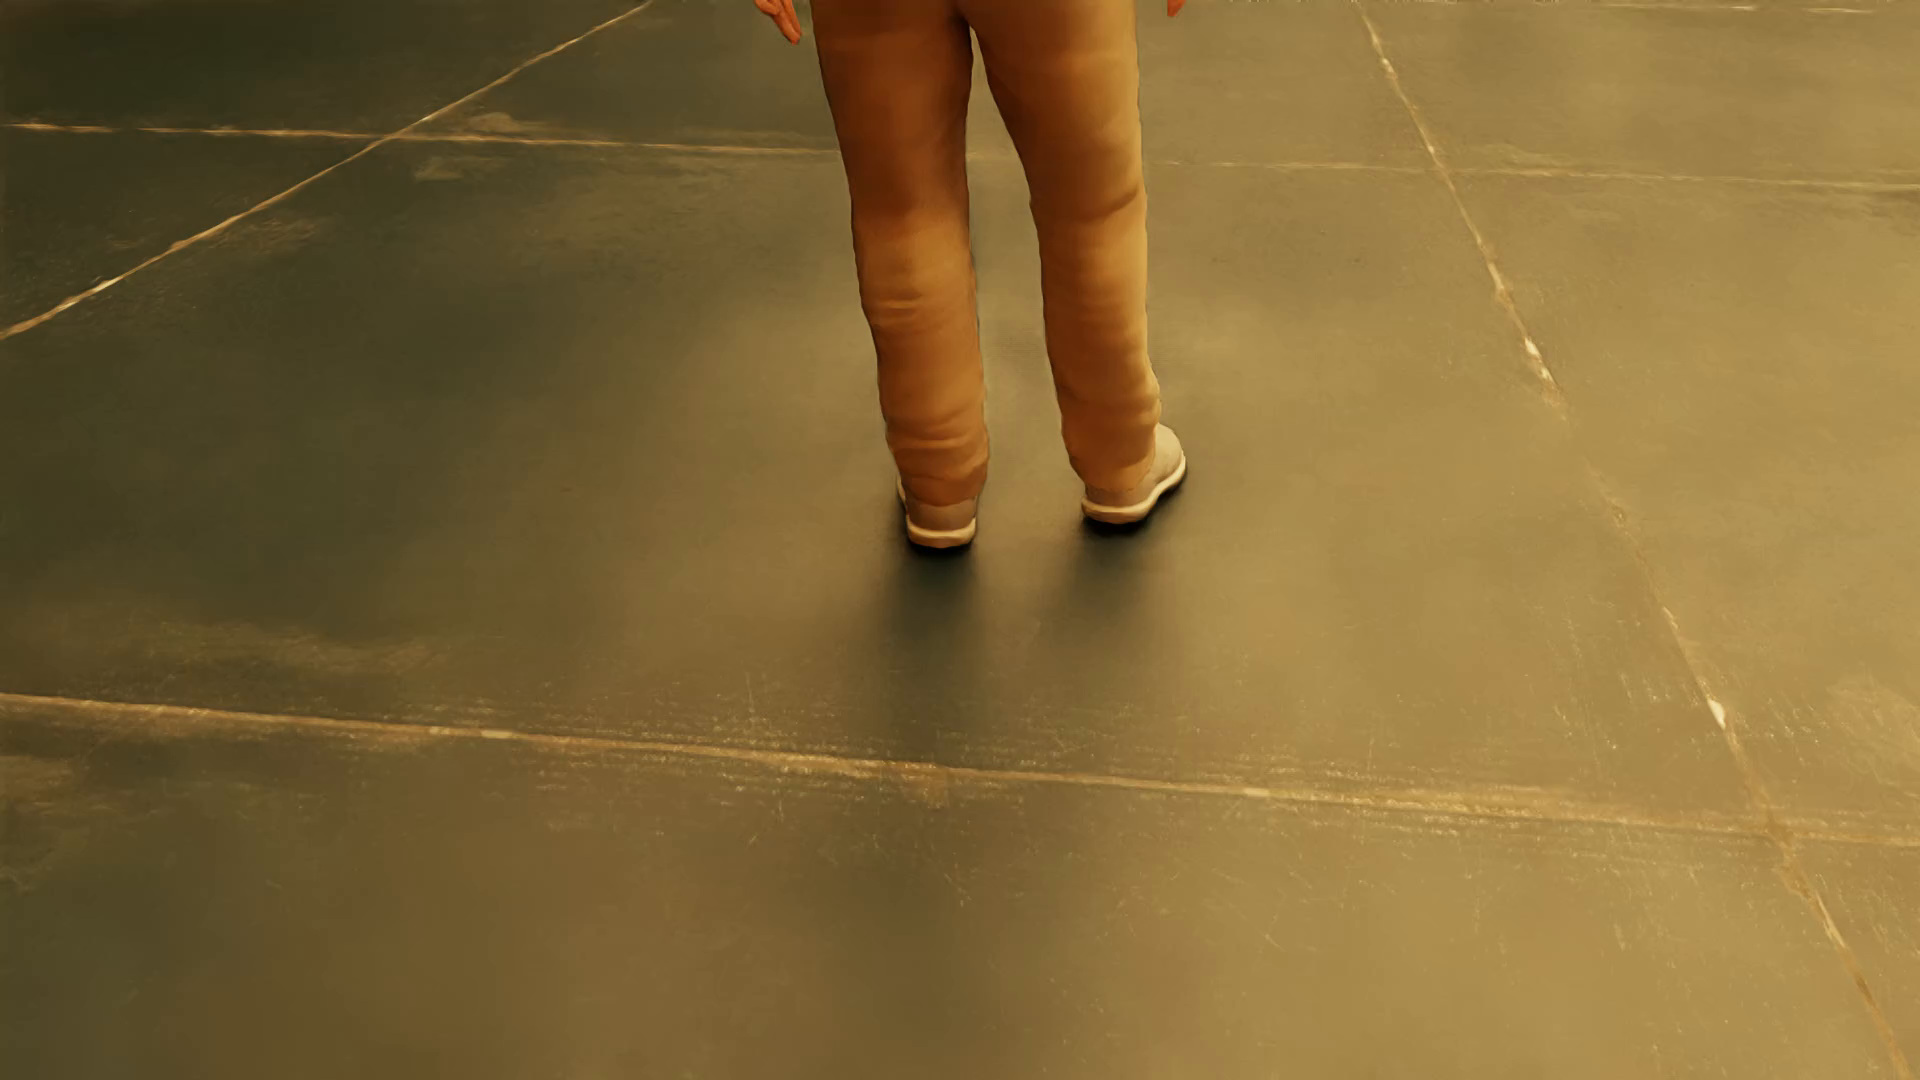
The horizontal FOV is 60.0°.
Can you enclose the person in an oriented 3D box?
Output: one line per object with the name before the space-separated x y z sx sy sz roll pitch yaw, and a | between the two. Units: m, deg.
person | 0.024 -0.819 2.189 0.640 1.726 0.550 3 27 7
